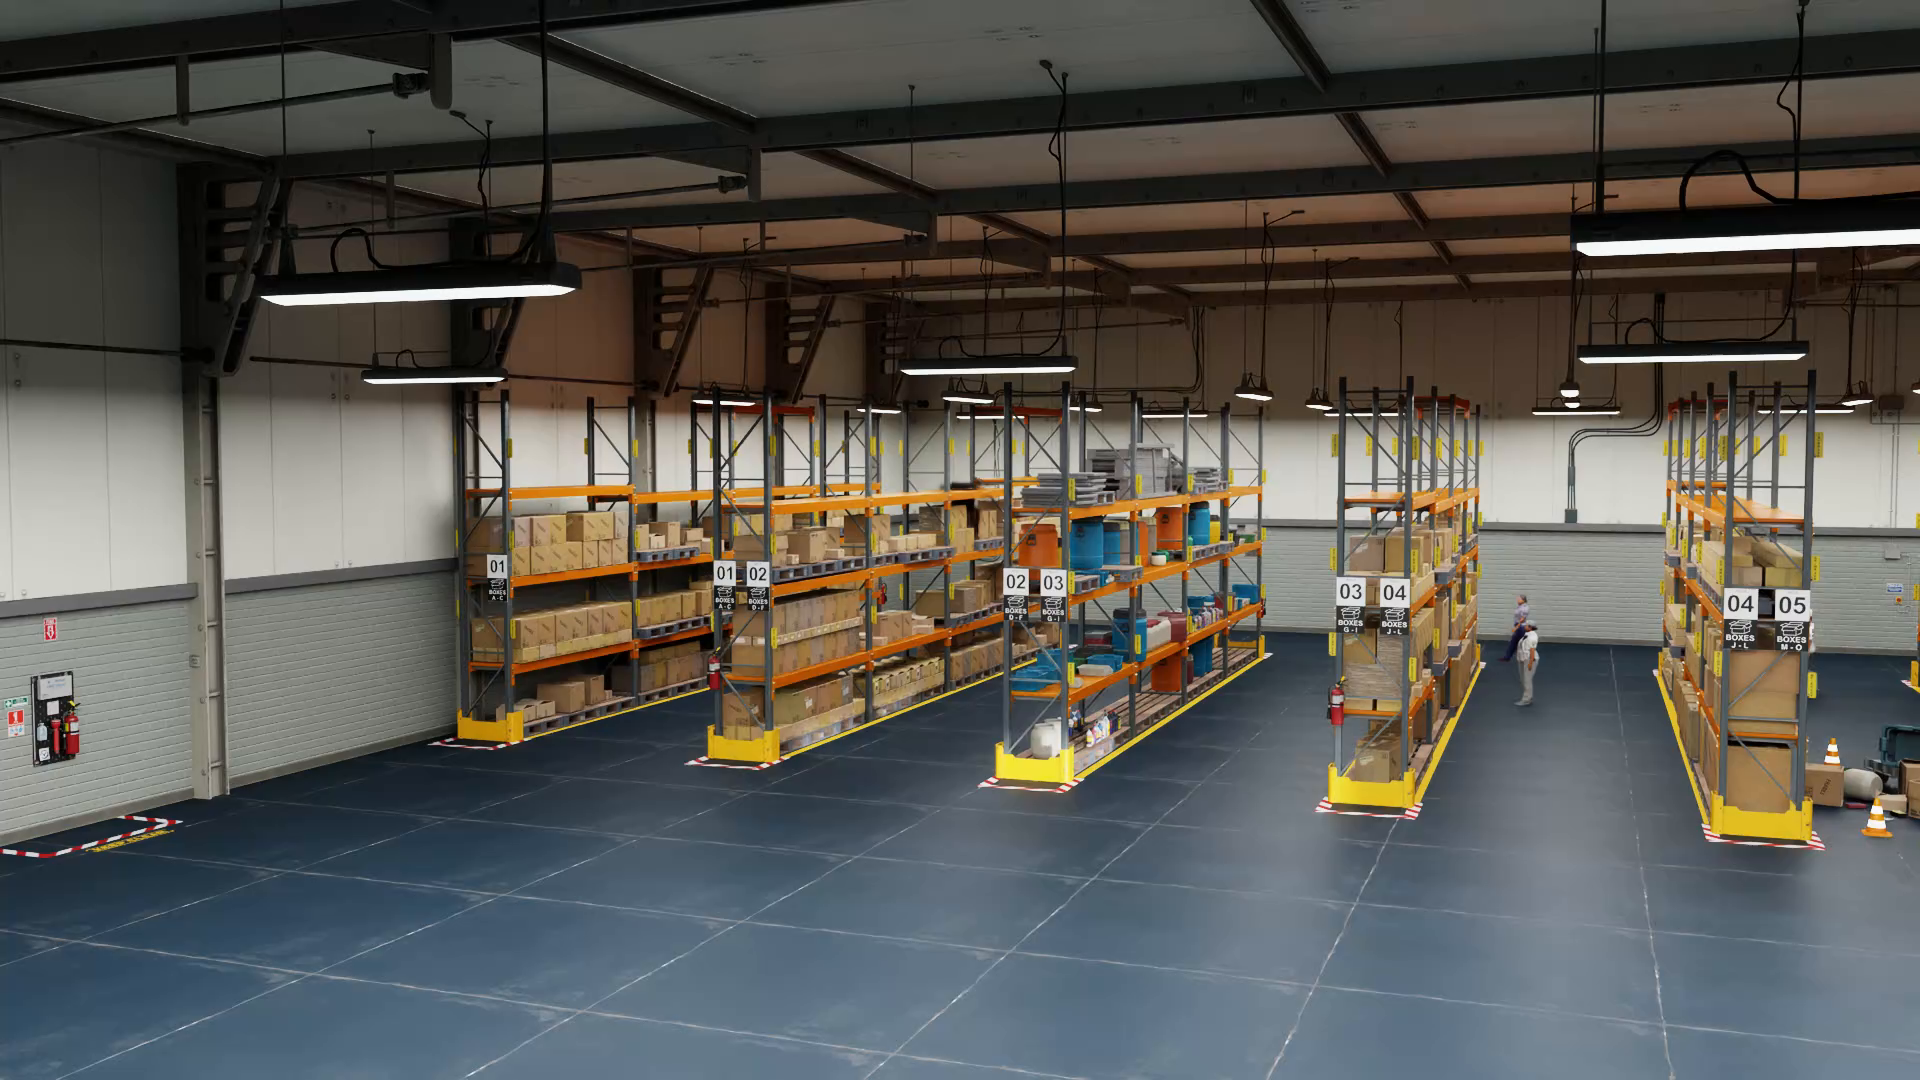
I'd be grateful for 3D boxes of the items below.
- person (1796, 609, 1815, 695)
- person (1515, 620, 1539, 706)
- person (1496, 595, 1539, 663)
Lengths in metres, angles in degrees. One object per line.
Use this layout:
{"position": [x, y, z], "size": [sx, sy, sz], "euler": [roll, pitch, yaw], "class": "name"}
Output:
{"position": [17.091, 2.283, 33.682], "size": [0.611, 1.792, 0.456], "euler": [-2, 4, -38], "class": "person"}
{"position": [11.077, 2.389, 32.578], "size": [0.545, 1.663, 0.479], "euler": [-1, 3, -17], "class": "person"}
{"position": [12.921, 2.060, 38.501], "size": [0.986, 1.593, 0.549], "euler": [2, 4, 26], "class": "person"}
